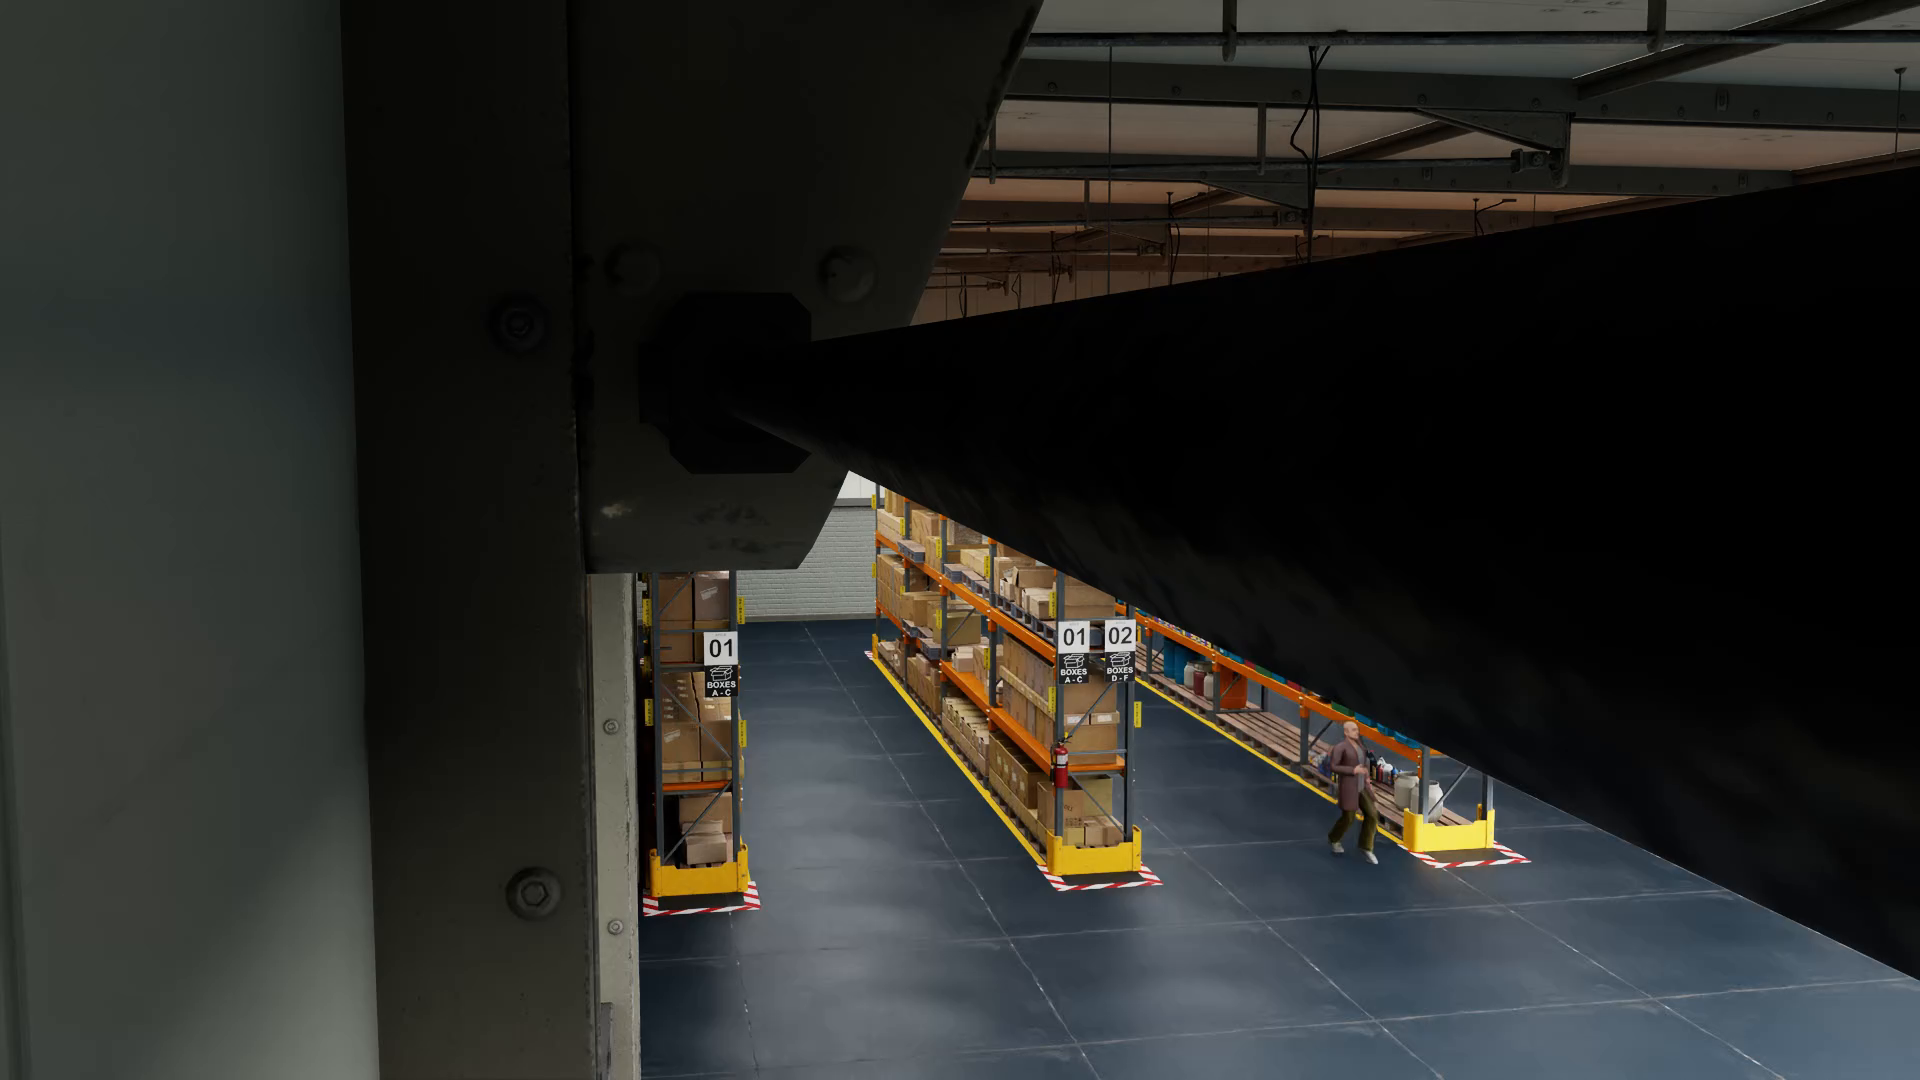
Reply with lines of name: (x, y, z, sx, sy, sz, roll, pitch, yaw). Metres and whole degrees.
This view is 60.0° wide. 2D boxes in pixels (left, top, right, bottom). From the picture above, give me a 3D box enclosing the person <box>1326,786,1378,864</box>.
person: (5.076, 3.607, 21.577, 0.379, 1.115, 0.800, -4, 7, -36)
